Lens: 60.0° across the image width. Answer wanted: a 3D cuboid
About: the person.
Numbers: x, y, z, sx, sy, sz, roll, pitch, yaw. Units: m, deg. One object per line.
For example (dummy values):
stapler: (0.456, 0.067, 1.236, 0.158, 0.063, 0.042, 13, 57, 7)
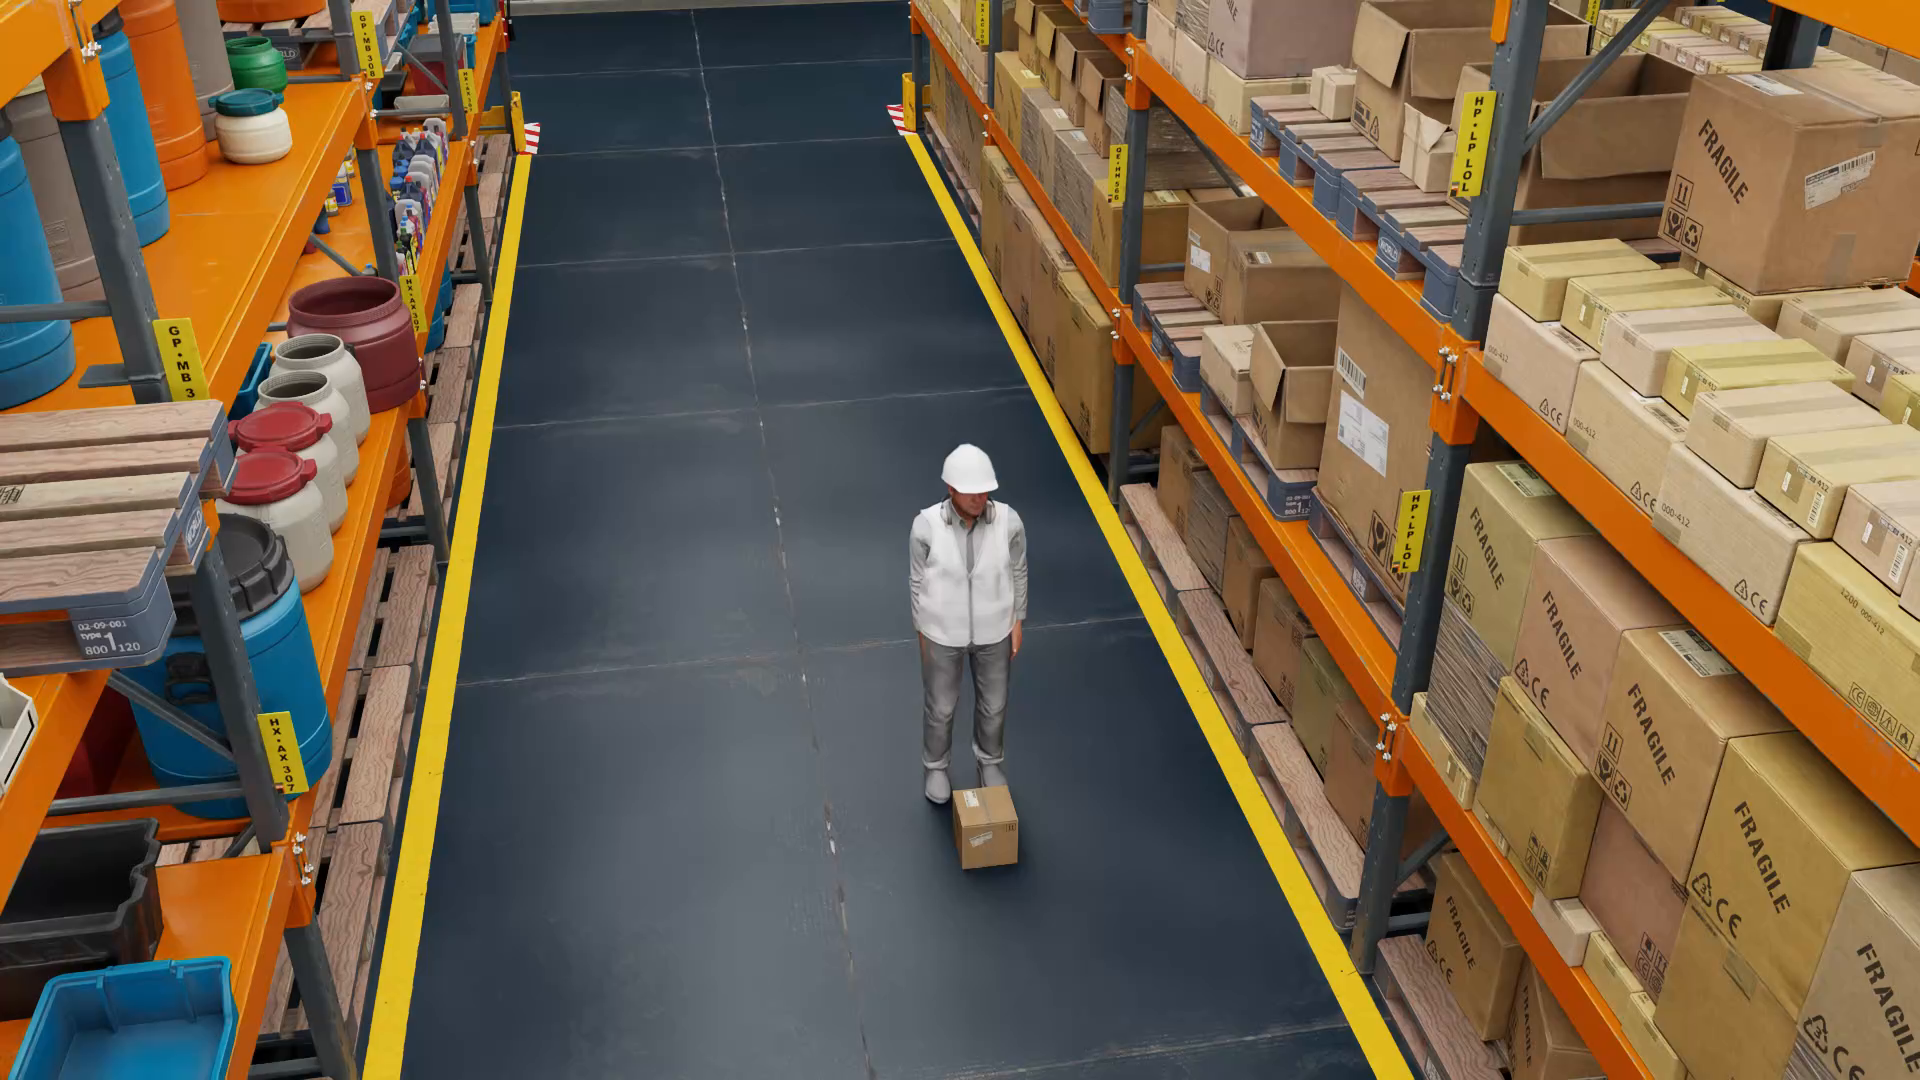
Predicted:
person: (0.044, 0.387, 7.459, 0.532, 1.768, 0.360, -5, 31, -8)
